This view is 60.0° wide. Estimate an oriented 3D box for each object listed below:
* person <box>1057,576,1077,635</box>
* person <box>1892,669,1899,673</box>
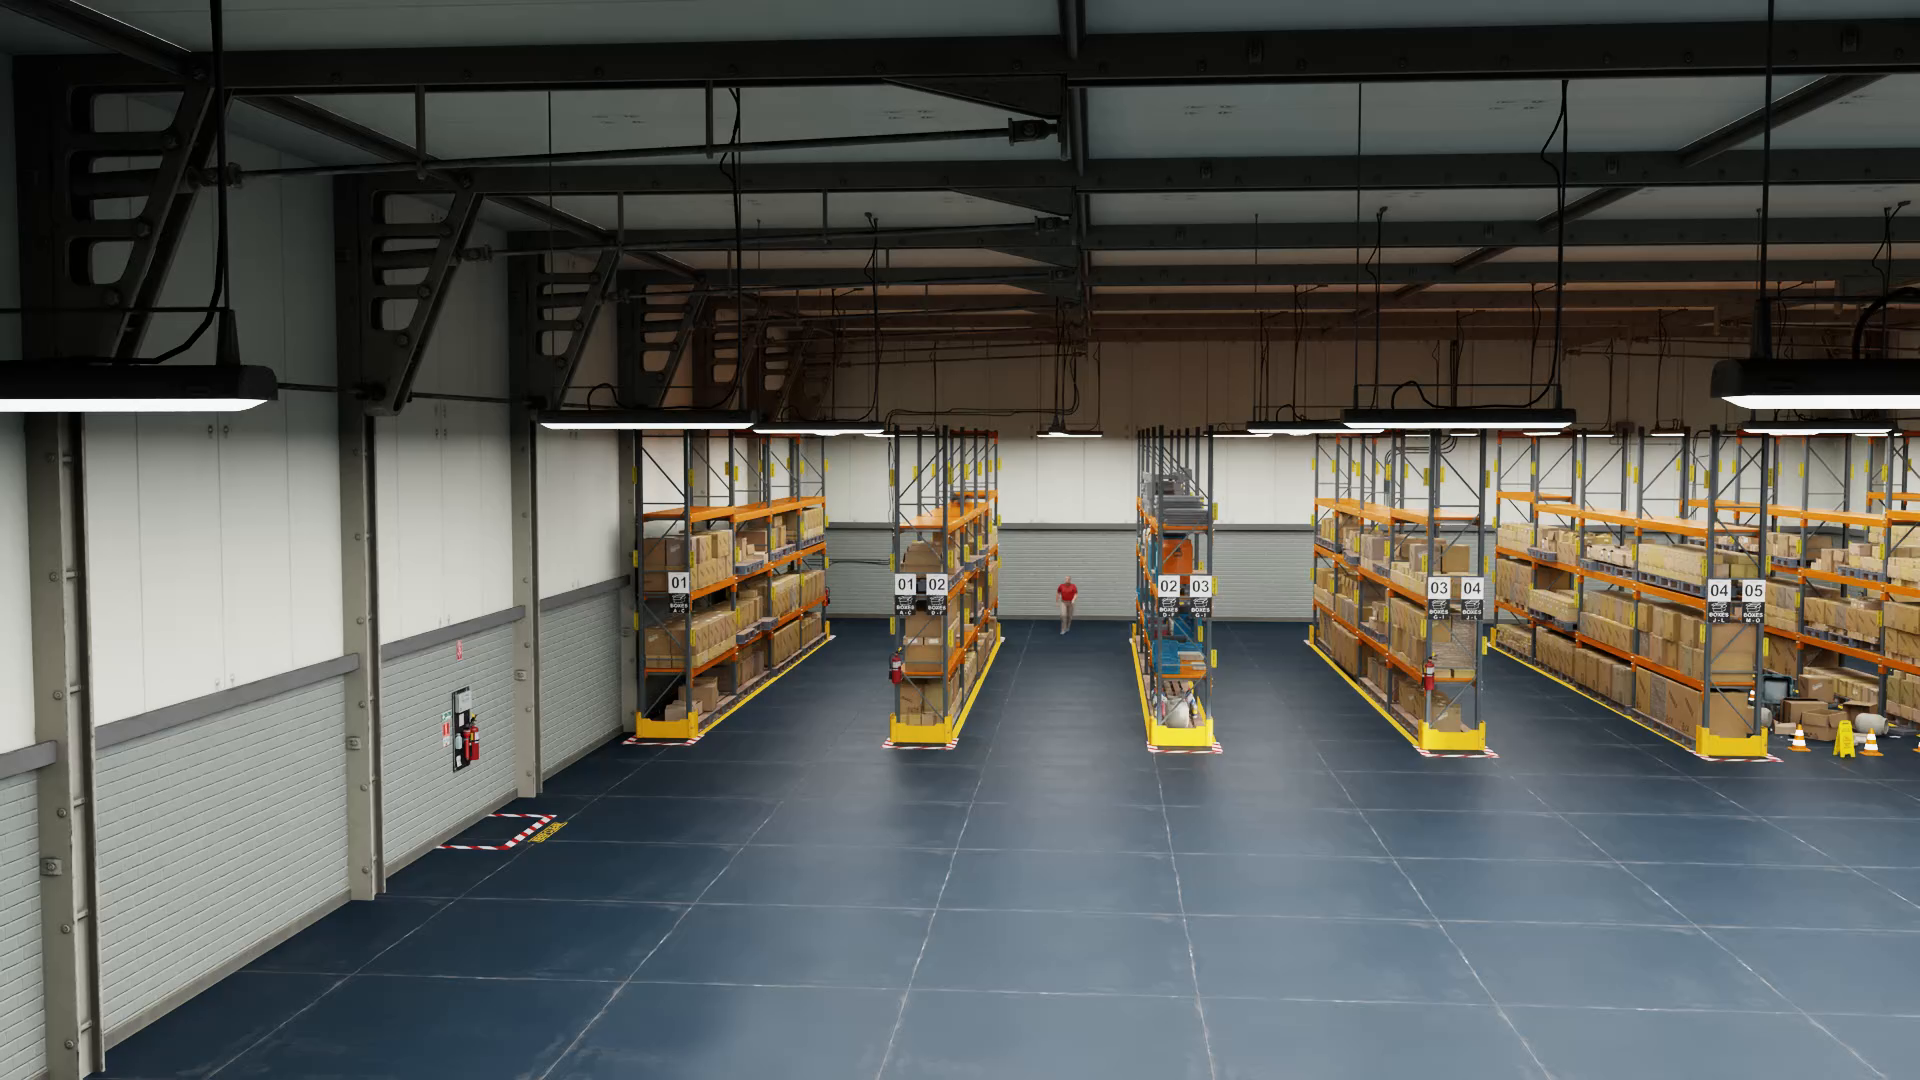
[{"bbox_3d":[3.177,1.945,49.373,0.608,1.762,0.880,0,3,2],"label":"person"},{"bbox_3d":[22.877,2.427,40.498,0.599,1.756,0.607,-1,4,-14],"label":"person"}]
